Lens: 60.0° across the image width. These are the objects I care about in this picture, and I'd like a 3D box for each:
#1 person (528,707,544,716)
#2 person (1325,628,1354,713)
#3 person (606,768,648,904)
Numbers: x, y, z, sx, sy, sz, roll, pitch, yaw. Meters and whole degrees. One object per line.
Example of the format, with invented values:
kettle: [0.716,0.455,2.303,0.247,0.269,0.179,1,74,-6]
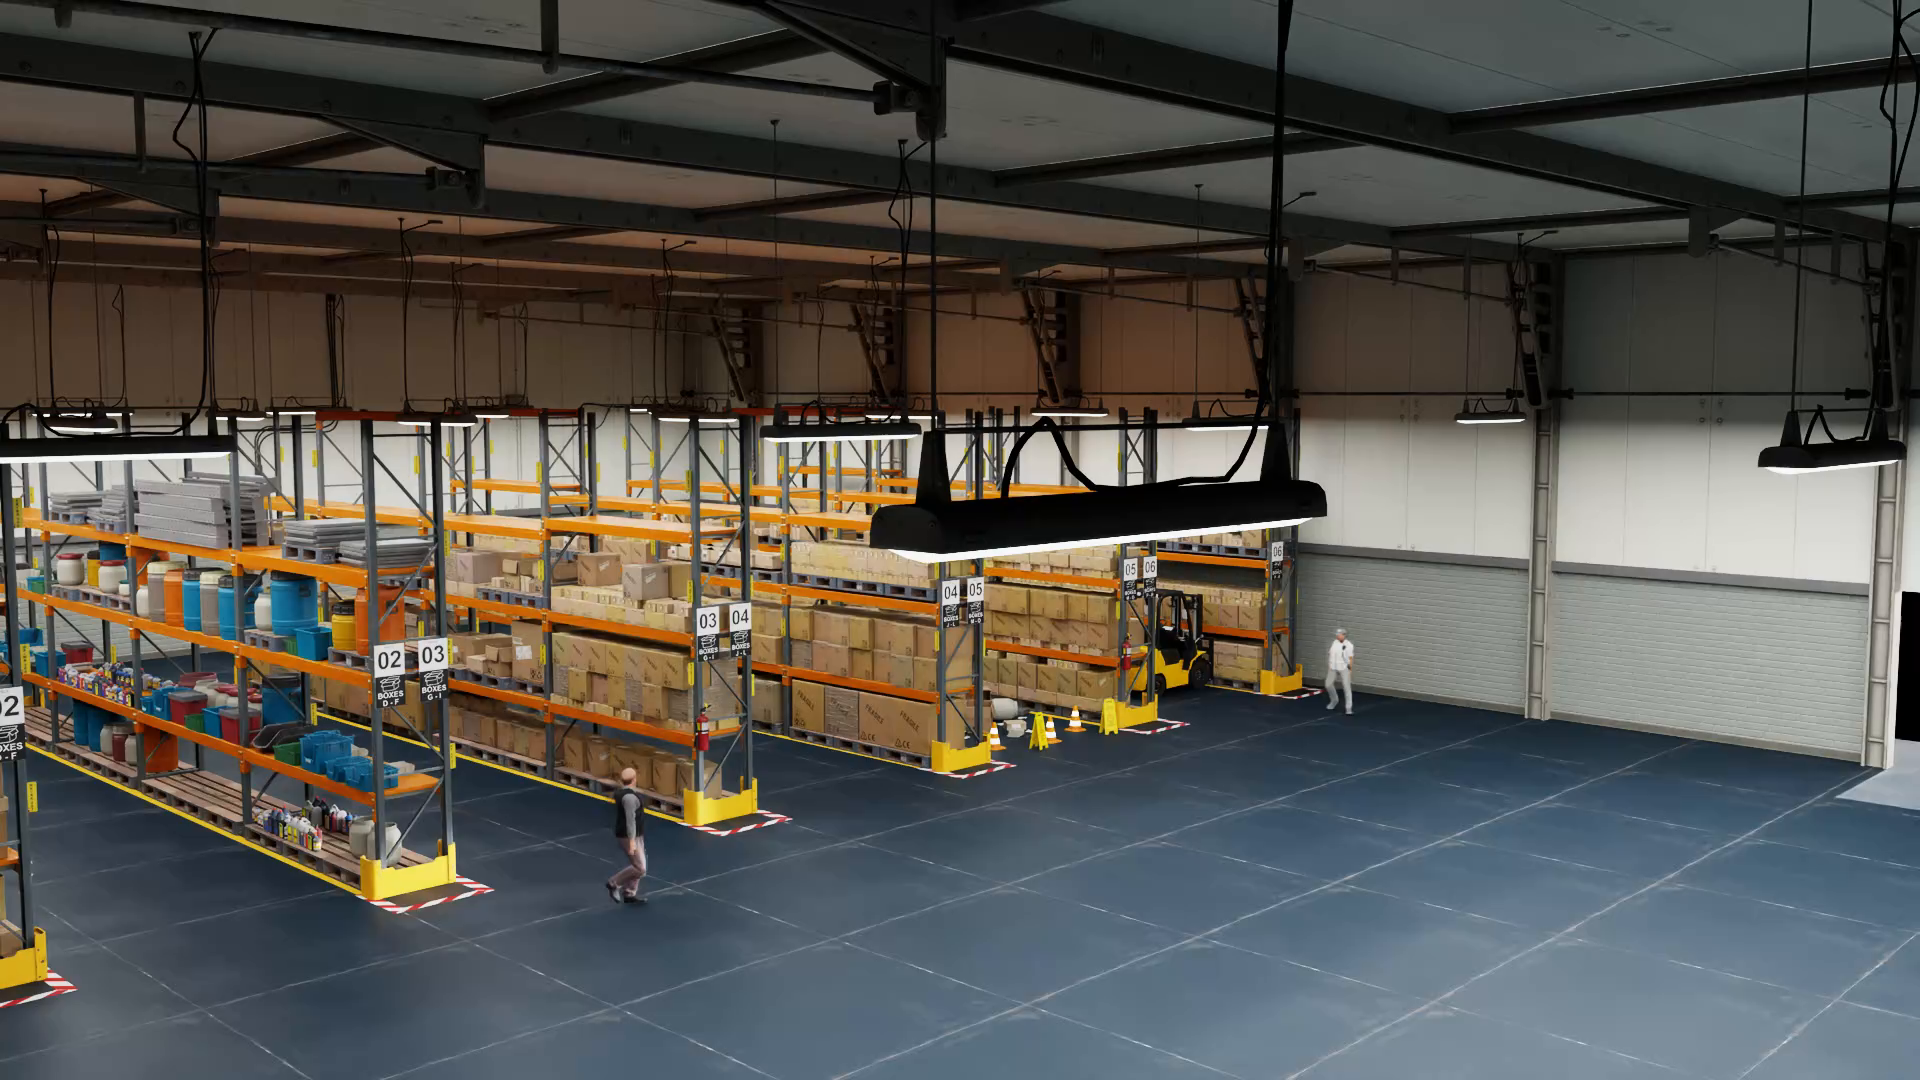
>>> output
person: [-8.013,2.626,31.874,0.740,1.701,1.070,-4,7,-41]
person: [7.548,2.578,32.953,0.591,1.681,0.444,4,6,38]
person: [-4.095,3.653,20.488,0.520,1.706,0.547,0,5,4]
